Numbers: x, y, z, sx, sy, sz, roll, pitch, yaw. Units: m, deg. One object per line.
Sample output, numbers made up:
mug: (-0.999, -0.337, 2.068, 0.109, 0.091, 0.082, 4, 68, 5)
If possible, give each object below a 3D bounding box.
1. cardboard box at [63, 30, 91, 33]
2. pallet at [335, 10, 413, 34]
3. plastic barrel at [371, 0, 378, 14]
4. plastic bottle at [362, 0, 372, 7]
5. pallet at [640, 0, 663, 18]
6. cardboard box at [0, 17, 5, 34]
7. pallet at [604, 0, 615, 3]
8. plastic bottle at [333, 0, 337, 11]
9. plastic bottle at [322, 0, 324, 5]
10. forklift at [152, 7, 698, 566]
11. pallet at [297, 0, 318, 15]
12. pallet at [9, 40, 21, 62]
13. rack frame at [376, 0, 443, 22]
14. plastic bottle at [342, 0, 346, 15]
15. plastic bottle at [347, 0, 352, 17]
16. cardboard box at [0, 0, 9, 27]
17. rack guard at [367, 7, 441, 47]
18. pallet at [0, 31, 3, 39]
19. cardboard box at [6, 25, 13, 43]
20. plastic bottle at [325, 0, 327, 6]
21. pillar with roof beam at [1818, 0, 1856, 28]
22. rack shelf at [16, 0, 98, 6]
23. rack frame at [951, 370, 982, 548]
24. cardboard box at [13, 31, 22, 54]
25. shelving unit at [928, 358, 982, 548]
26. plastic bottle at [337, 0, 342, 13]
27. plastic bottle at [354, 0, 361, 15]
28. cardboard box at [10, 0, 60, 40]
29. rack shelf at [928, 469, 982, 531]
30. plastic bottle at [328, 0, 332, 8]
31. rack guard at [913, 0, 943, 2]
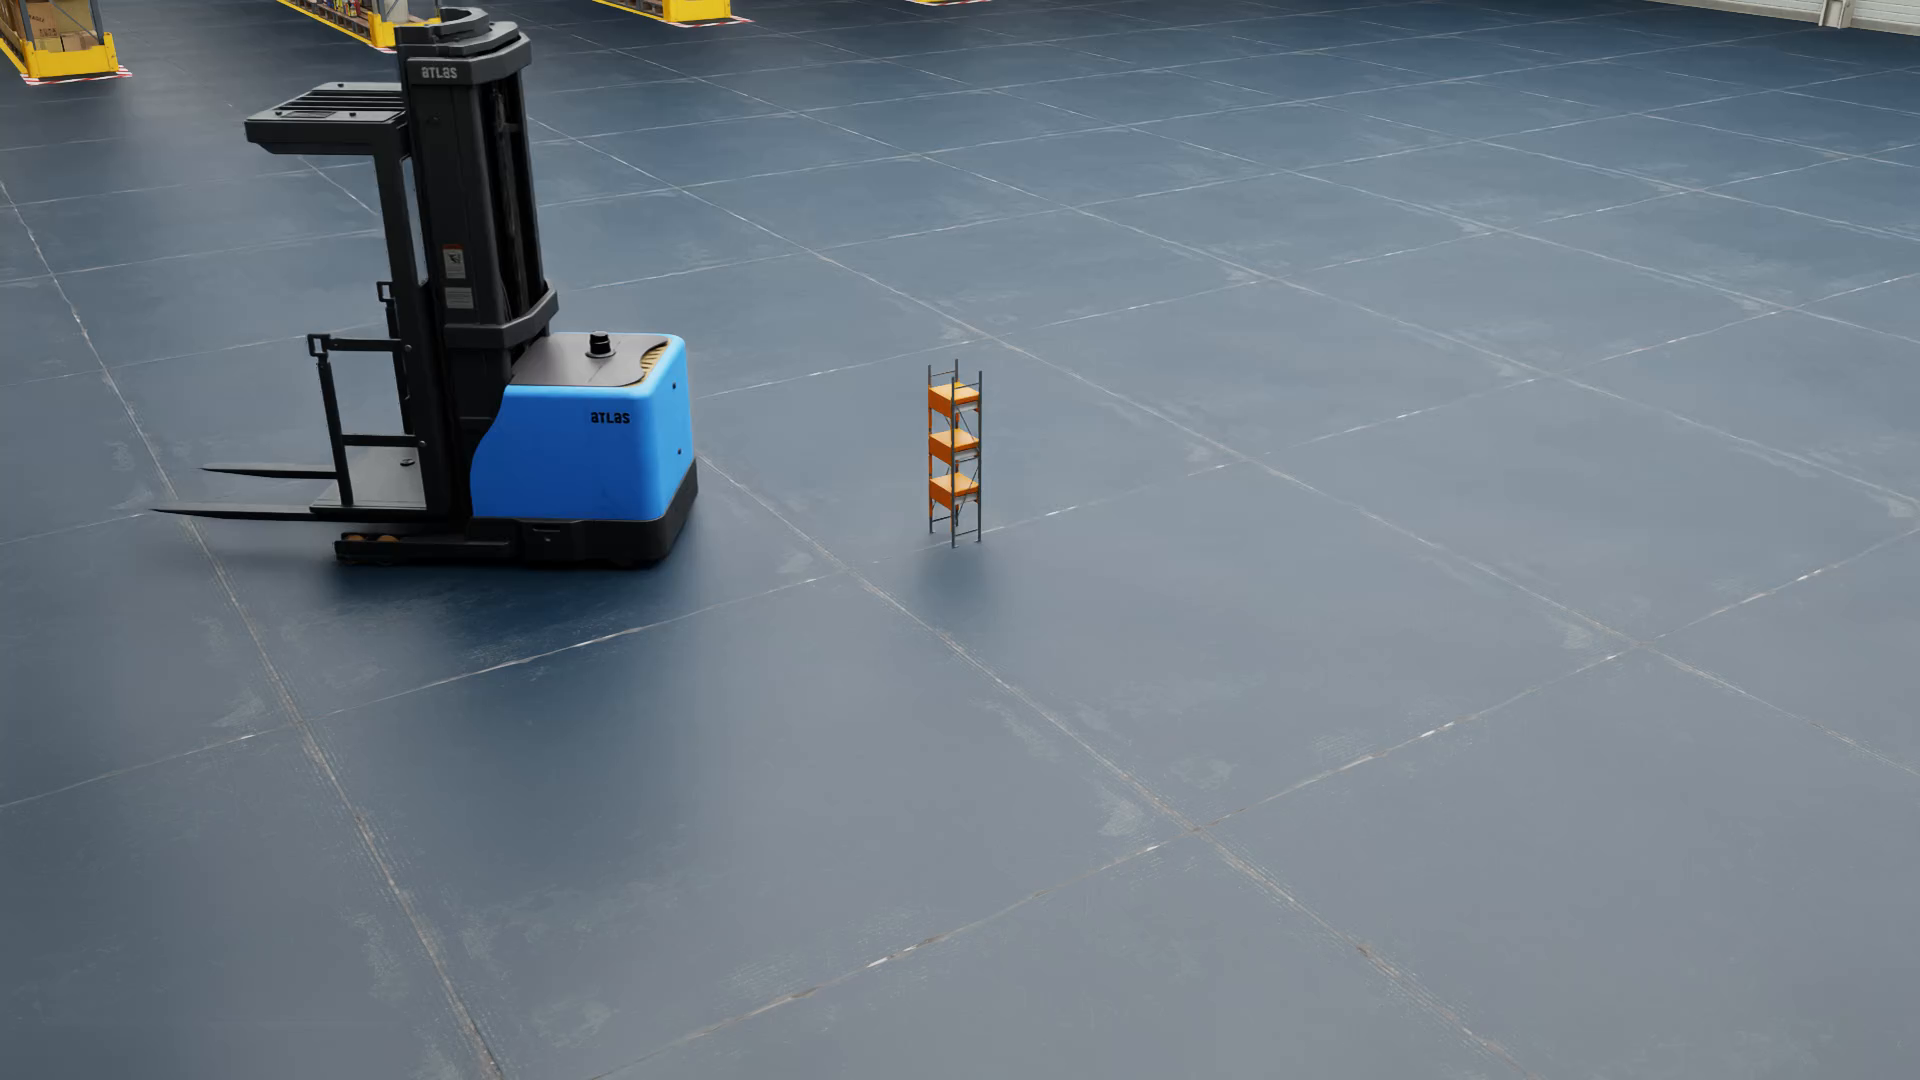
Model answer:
cardboard box: (-13.231, -7.503, 24.858, 0.500, 0.250, 0.500, -16, 29, -30)
pallet: (-9.878, -8.770, 28.081, 1.003, 0.211, 1.213, -16, 29, -30)
plastic barrel: (-9.393, -8.749, 27.192, 0.421, 0.512, 0.421, 0, 25, 0)
plastic bottle: (-10.292, -9.410, 28.845, 0.152, 0.276, 0.135, -16, 29, -30)
pallet: (-5.002, -9.507, 29.641, 1.003, 0.211, 1.213, -16, 29, -30)
cardboard box: (-14.764, -8.095, 26.113, 0.500, 0.250, 0.500, -16, 29, -30)
pallet: (-6.334, -10.379, 31.490, 1.003, 0.211, 1.213, -16, 29, -30)
plastic bottle: (-10.629, -9.167, 28.322, 0.061, 0.283, 0.133, -14, 29, -27)
plastic bottle: (-11.073, -9.467, 28.971, 0.097, 0.271, 0.097, 0, 25, 0)
forklift: (-3.142, -1.405, 9.294, 3.031, 2.935, 1.130, 1, 25, 3)
pallet: (-11.341, -9.729, 30.112, 1.003, 0.211, 1.213, -16, 29, -30)
pallet: (-13.963, -7.573, 25.545, 1.003, 0.211, 1.213, -16, 29, -30)
rack frame: (-8.696, -9.287, 25.910, 1.000, 3.000, 0.127, -16, 29, -30)
plastic bottle: (-10.256, -8.956, 27.882, 0.152, 0.276, 0.135, -16, 30, -31)
plastic bottle: (-10.145, -8.850, 27.651, 0.061, 0.283, 0.133, -15, 29, -28)
cardboard box: (-14.221, -8.076, 25.194, 0.500, 0.500, 0.500, -16, 29, -30)
rack guard: (-8.777, -8.173, 26.478, 1.175, 0.500, 0.348, -16, 29, -30)
pallet: (-15.467, -8.559, 27.632, 1.003, 0.211, 1.213, -16, 29, -30)
cardboard box: (-14.218, -7.738, 25.356, 0.500, 0.250, 0.500, -16, 29, -30)
plastic bottle: (-10.962, -9.363, 28.832, 0.097, 0.201, 0.097, 0, 25, 0)
pillar with roof beam: (11.232, -11.786, 24.175, 9.100, 9.000, 0.400, -16, 29, -30)
rack shelf: (-13.940, -8.525, 25.136, 1.077, 0.370, 4.000, -16, 29, -30)
rack frame: (0.037, -0.450, 9.474, 0.200, 1.050, 0.008, -16, 29, -30)
cardboard box: (-13.672, -7.380, 24.598, 0.500, 0.250, 0.500, -16, 29, -30)
shelving unit: (-0.029, -0.494, 9.566, 0.215, 1.050, 0.252, -16, 29, -30)
plastic bottle: (-10.452, -9.114, 28.131, 0.144, 0.351, 0.185, -16, 30, -30)
plastic bottle: (-10.092, -8.934, 27.829, 0.061, 0.283, 0.133, -16, 29, -30)
cardboard box: (-13.390, -7.543, 24.064, 0.500, 0.500, 0.500, -16, 29, -30)
rack shelf: (-0.029, -0.233, 9.690, 0.215, 0.259, 0.240, -16, 29, -30)
plastic bottle: (-10.787, -9.334, 28.596, 0.144, 0.351, 0.185, -15, 29, -28)
rack guard: (-0.322, -10.423, 31.242, 1.175, 0.500, 0.348, -16, 29, -30)
